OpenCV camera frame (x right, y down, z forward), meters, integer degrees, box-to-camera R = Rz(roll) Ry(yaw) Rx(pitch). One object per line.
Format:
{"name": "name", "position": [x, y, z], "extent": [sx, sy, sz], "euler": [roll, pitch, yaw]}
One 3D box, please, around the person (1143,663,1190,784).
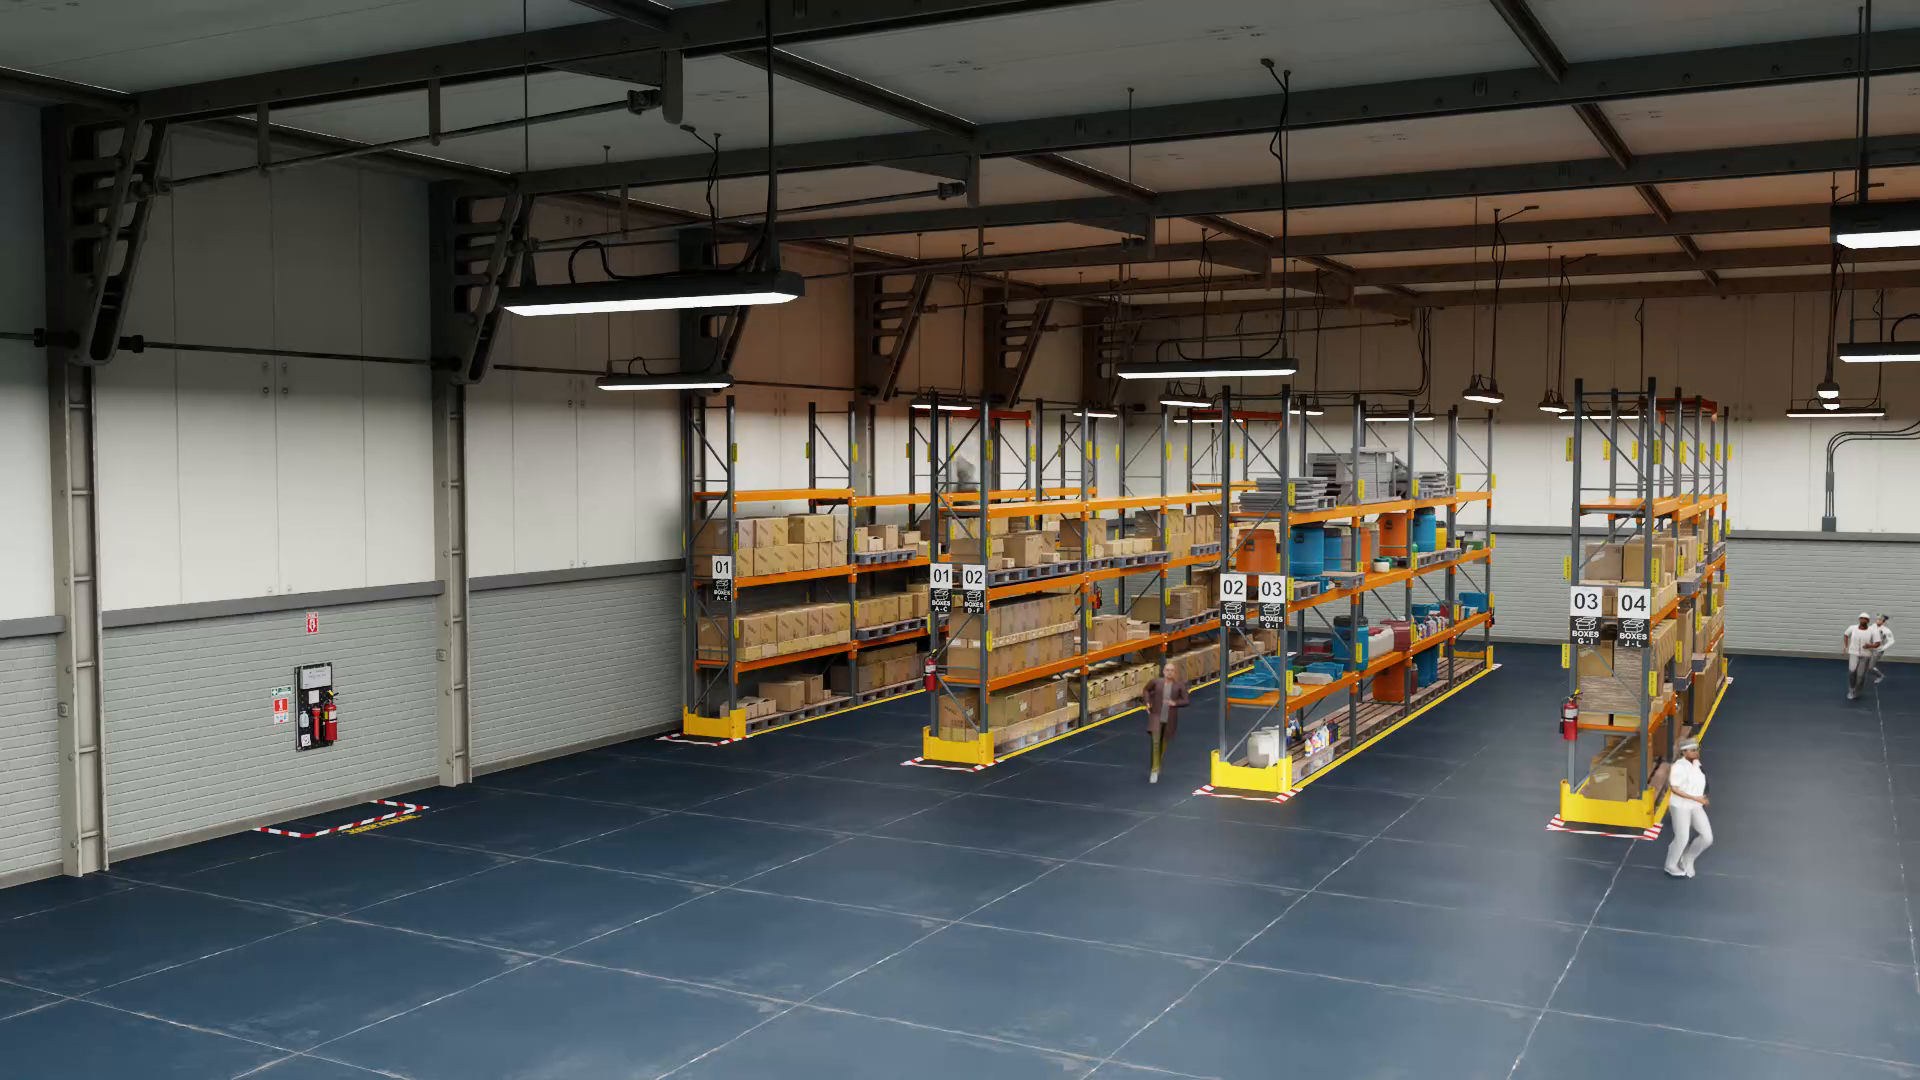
{"name": "person", "position": [3.170, 2.788, 25.560], "extent": [0.704, 1.814, 0.941], "euler": [0, 3, 2]}

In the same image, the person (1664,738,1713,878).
{"name": "person", "position": [8.564, 3.142, 19.458], "extent": [0.607, 1.687, 0.641], "euler": [-1, 3, -24]}

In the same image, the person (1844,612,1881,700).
{"name": "person", "position": [18.295, 2.355, 33.756], "extent": [0.686, 1.781, 0.644], "euler": [2, 4, 33]}

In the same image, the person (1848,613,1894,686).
{"name": "person", "position": [19.451, 2.338, 35.350], "extent": [0.677, 1.608, 0.754], "euler": [-1, 3, -21]}
